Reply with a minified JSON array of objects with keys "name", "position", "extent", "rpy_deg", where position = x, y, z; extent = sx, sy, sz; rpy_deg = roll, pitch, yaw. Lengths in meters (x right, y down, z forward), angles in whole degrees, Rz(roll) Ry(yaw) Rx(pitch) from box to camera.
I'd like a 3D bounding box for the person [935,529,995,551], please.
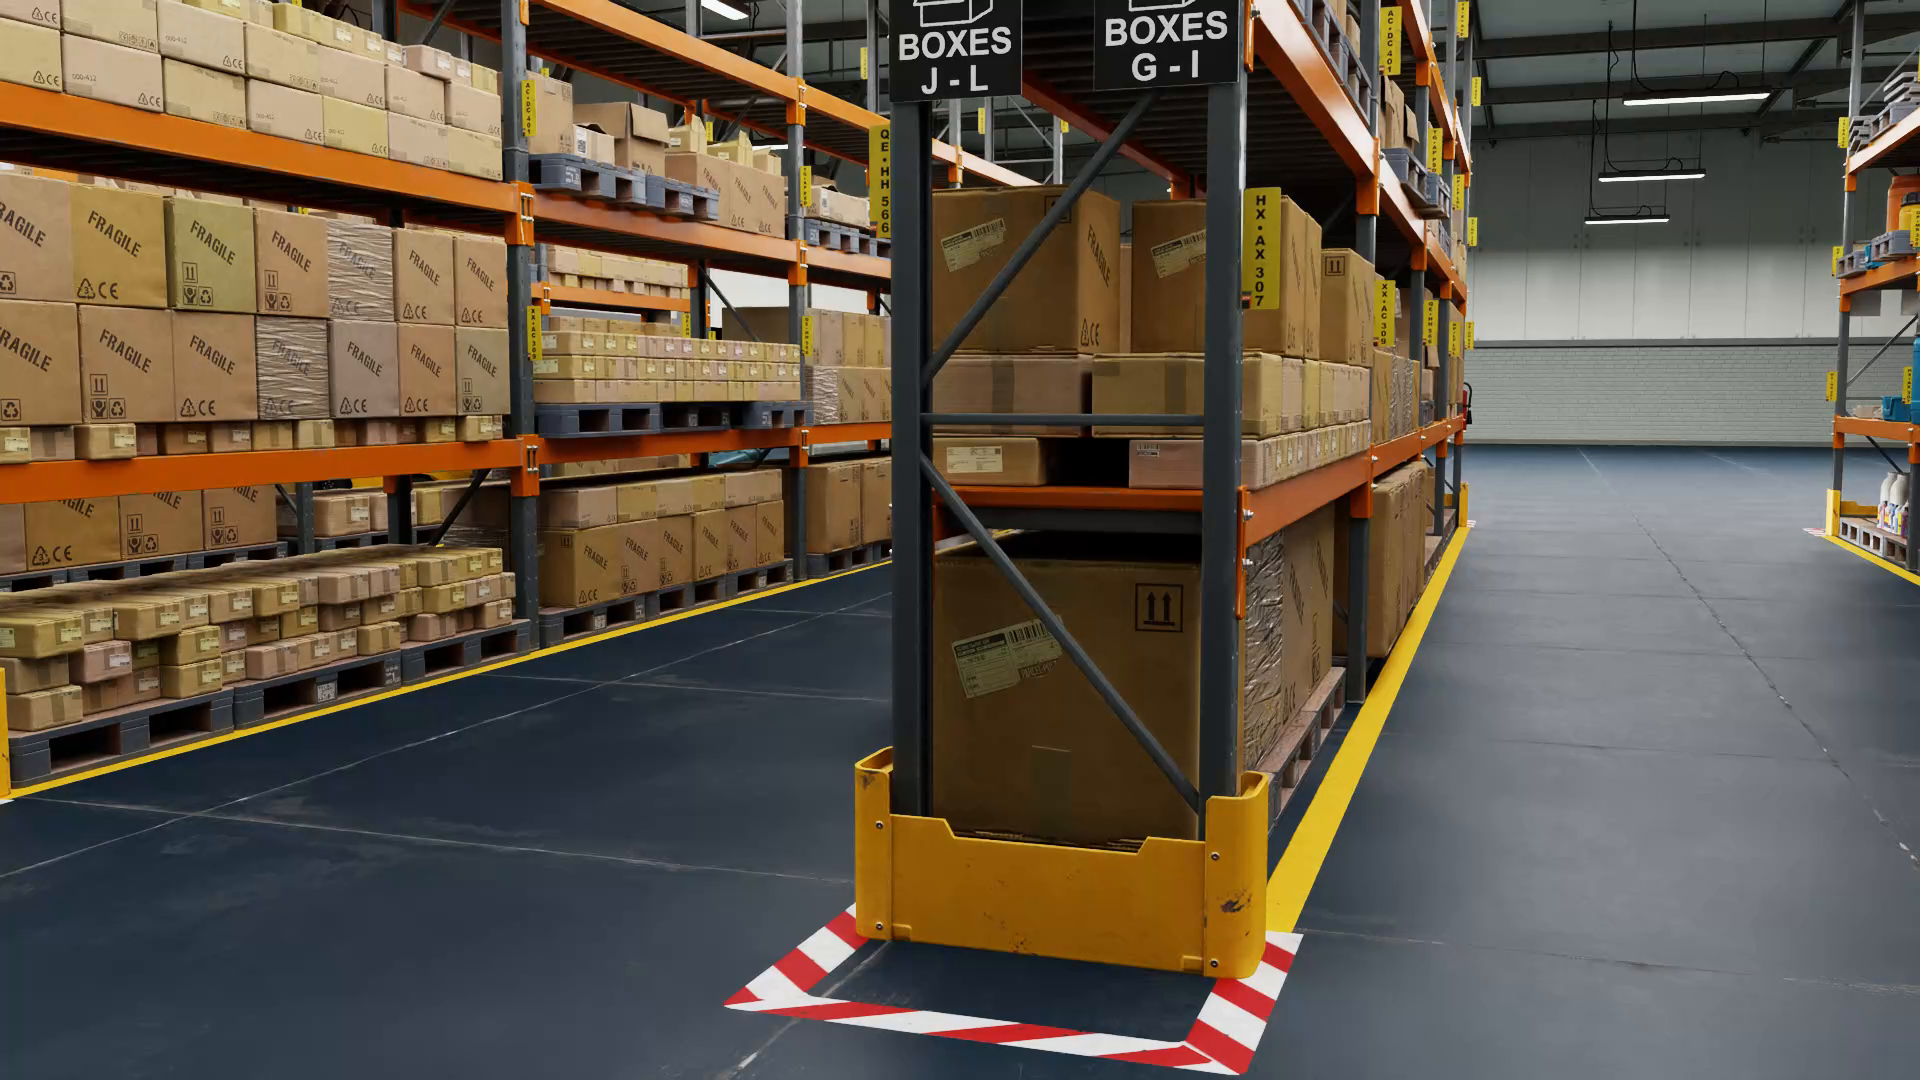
[{"name":"person","position":[-0.061,-0.061,8.560],"extent":[0.491,1.773,0.577],"rpy_deg":[2,5,18]}]
